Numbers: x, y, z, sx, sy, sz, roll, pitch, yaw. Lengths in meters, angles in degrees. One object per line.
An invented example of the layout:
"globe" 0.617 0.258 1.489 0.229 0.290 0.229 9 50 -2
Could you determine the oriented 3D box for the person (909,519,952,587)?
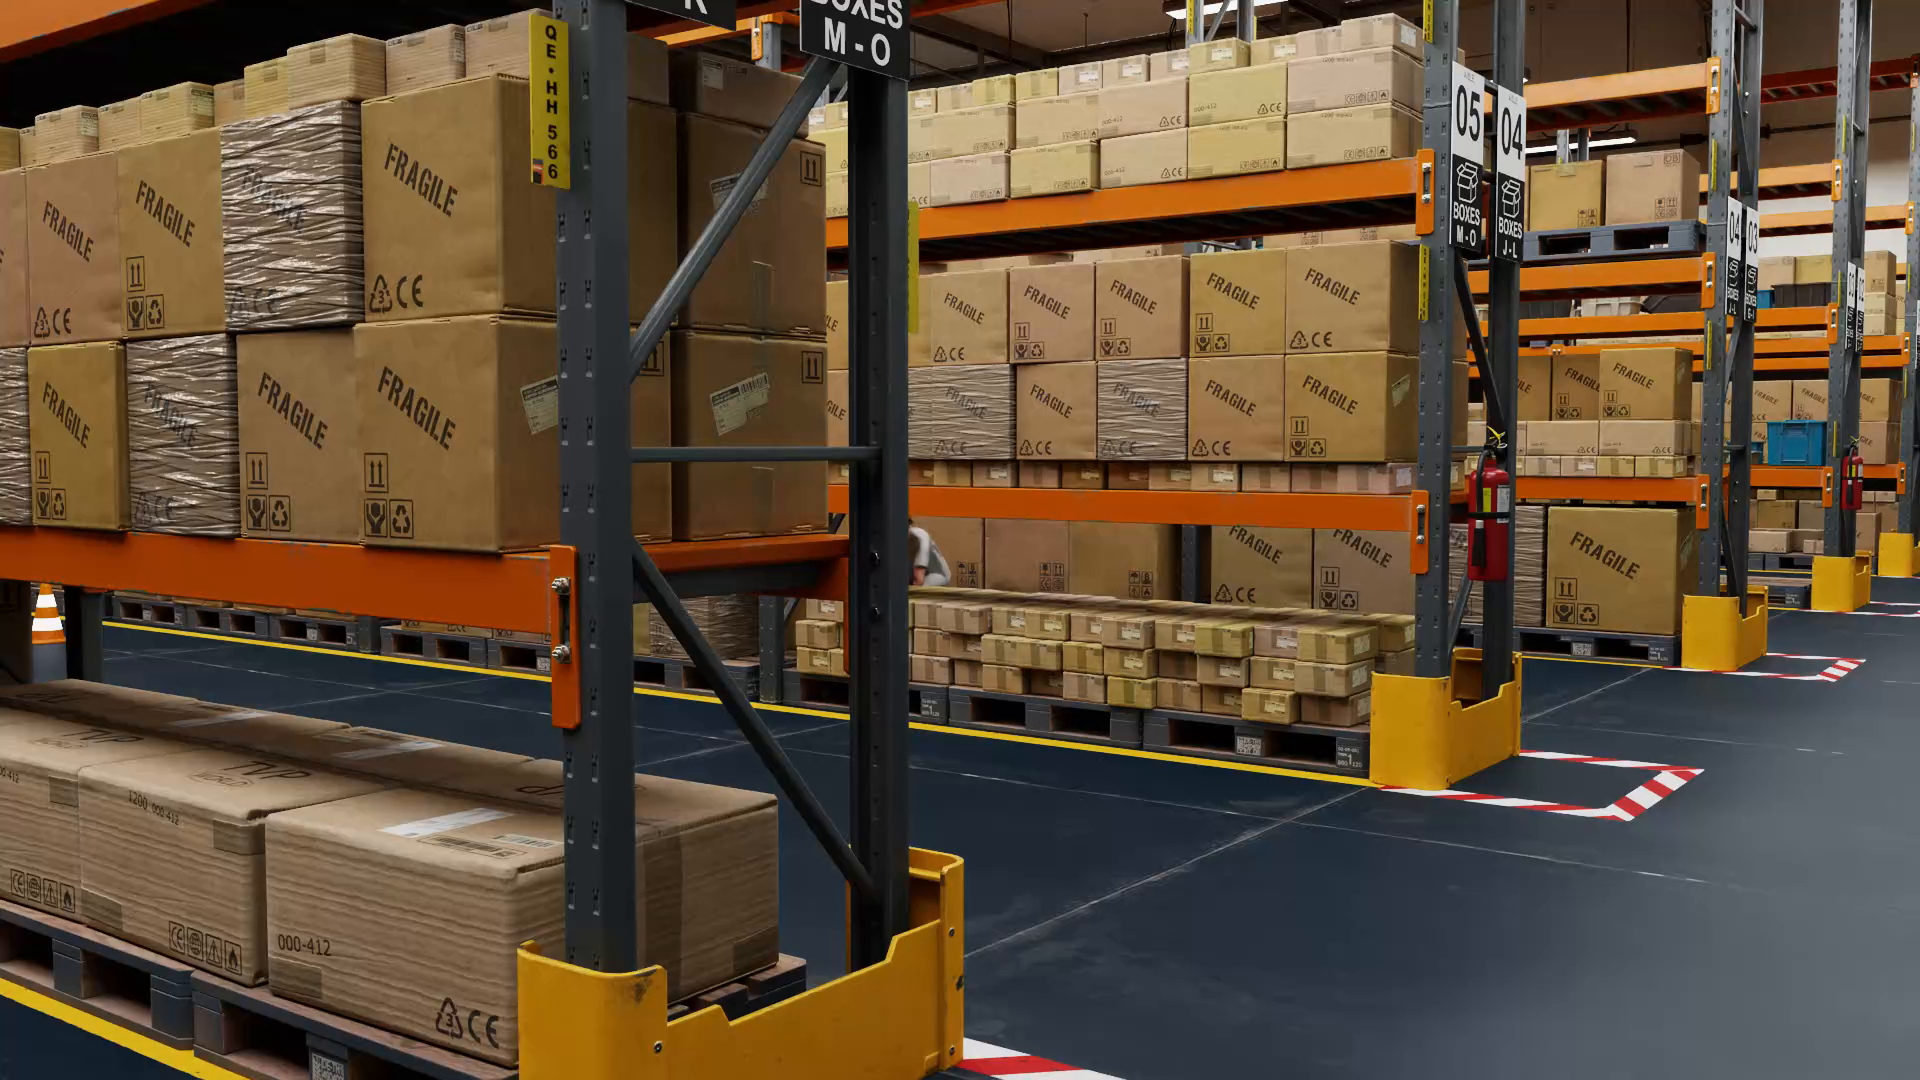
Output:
"person" -0.356 0.312 12.182 0.492 1.048 0.761 2 4 36
